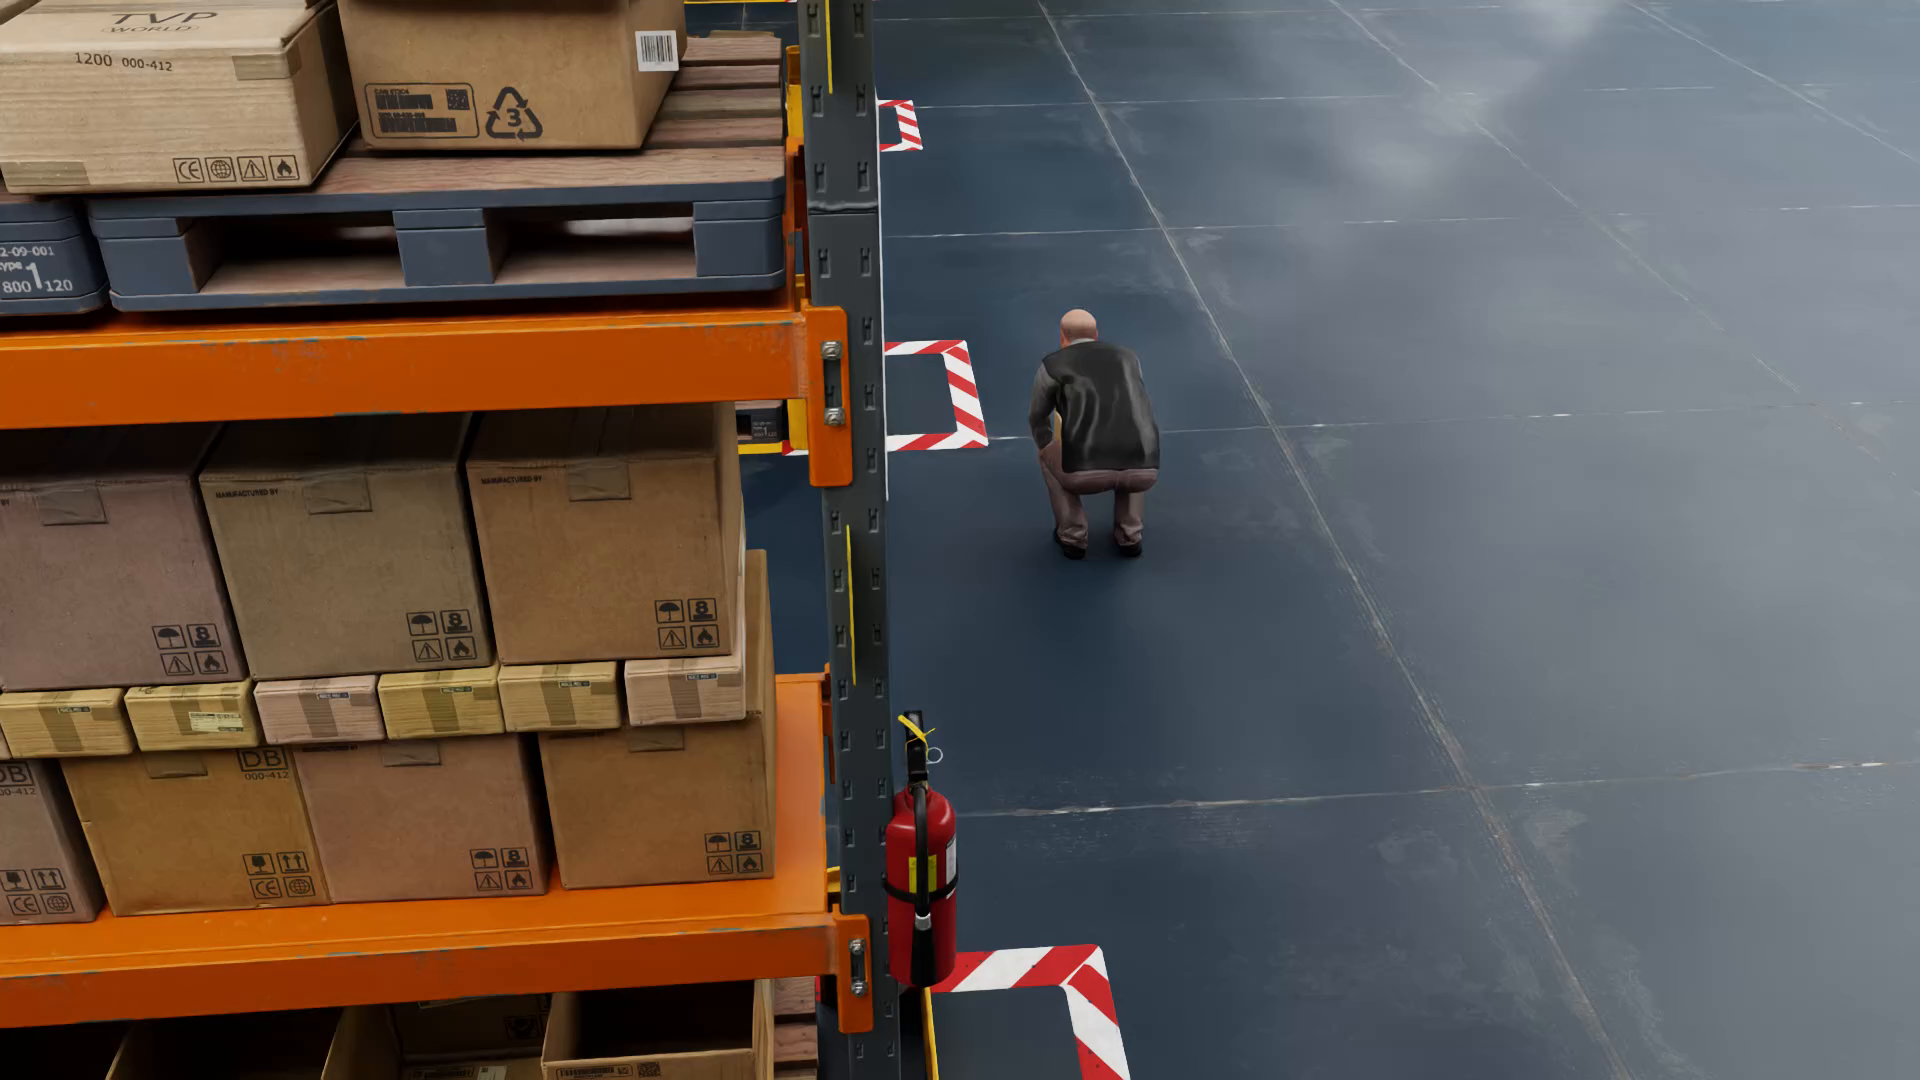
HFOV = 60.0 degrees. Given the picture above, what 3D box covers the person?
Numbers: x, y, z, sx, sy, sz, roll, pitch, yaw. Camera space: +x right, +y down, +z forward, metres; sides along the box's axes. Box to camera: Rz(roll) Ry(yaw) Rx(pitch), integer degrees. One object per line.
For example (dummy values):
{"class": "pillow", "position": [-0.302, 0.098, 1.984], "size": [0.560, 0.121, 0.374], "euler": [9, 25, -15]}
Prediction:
{"class": "person", "position": [0.607, -0.468, 7.637], "size": [0.550, 1.009, 0.861], "euler": [-3, 31, -5]}
